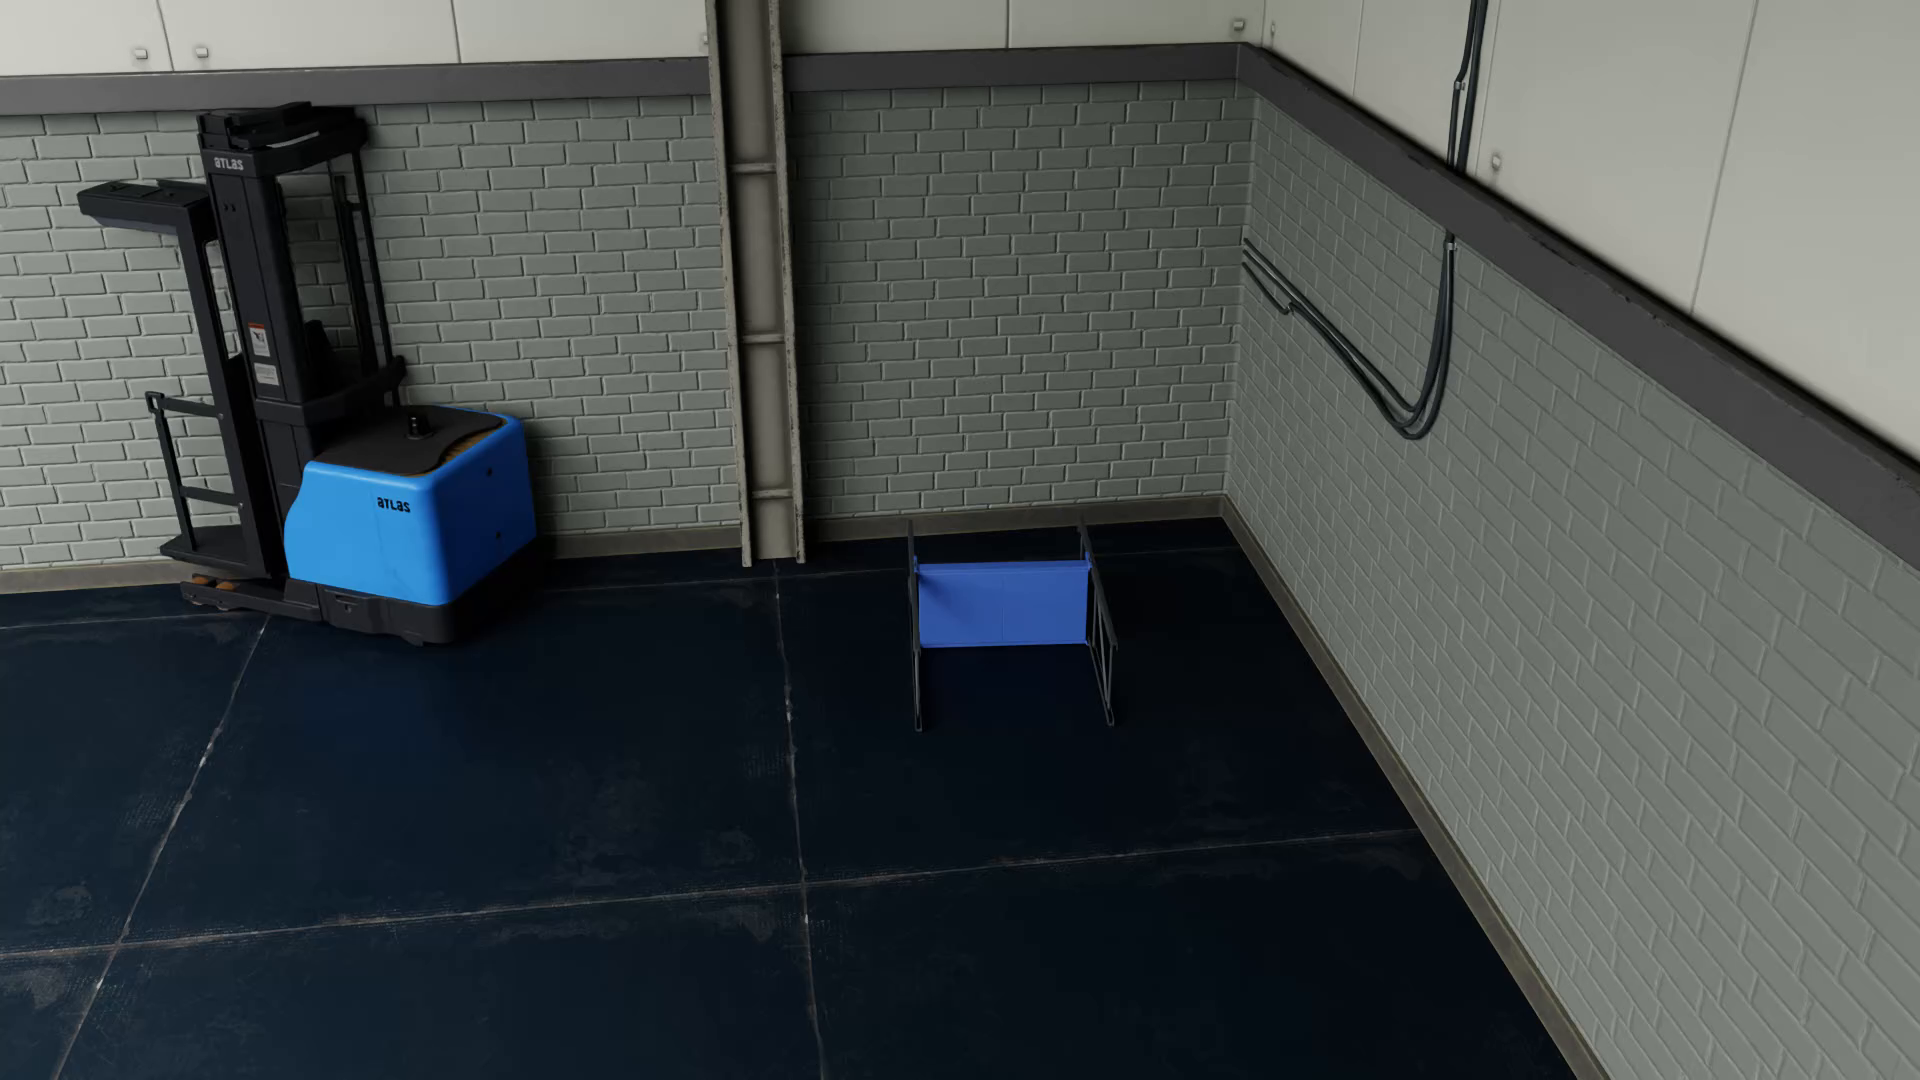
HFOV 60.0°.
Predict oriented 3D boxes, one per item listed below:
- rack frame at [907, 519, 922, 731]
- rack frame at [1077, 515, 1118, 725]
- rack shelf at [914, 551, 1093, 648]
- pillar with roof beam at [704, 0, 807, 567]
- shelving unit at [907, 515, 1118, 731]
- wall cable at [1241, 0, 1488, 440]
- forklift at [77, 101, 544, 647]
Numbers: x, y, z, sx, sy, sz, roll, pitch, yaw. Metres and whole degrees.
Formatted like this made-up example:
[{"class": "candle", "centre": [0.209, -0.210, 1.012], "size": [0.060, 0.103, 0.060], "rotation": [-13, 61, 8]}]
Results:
[{"class": "rack frame", "centre": [-0.257, 0.442, 9.300], "size": [0.032, 0.500, 1.500], "rotation": [-1, 27, -3]}, {"class": "rack frame", "centre": [0.758, 0.417, 9.349], "size": [0.032, 0.500, 1.500], "rotation": [-1, 27, -3]}, {"class": "rack shelf", "centre": [0.241, 0.347, 9.484], "size": [1.000, 0.538, 0.185], "rotation": [-1, 27, -3]}, {"class": "pillar with roof beam", "centre": [-0.586, -1.972, 4.736], "size": [0.400, 9.000, 9.100], "rotation": [-4, 27, -7]}, {"class": "shelving unit", "centre": [0.250, 0.429, 9.324], "size": [1.048, 0.538, 1.500], "rotation": [-1, 27, -3]}, {"class": "wall cable", "centre": [1.916, -2.126, 8.437], "size": [0.112, 2.526, 3.097], "rotation": [-4, 27, -7]}, {"class": "forklift", "centre": [-4.134, -1.097, 9.678], "size": [3.031, 2.935, 1.130], "rotation": [9, 29, 18]}]
